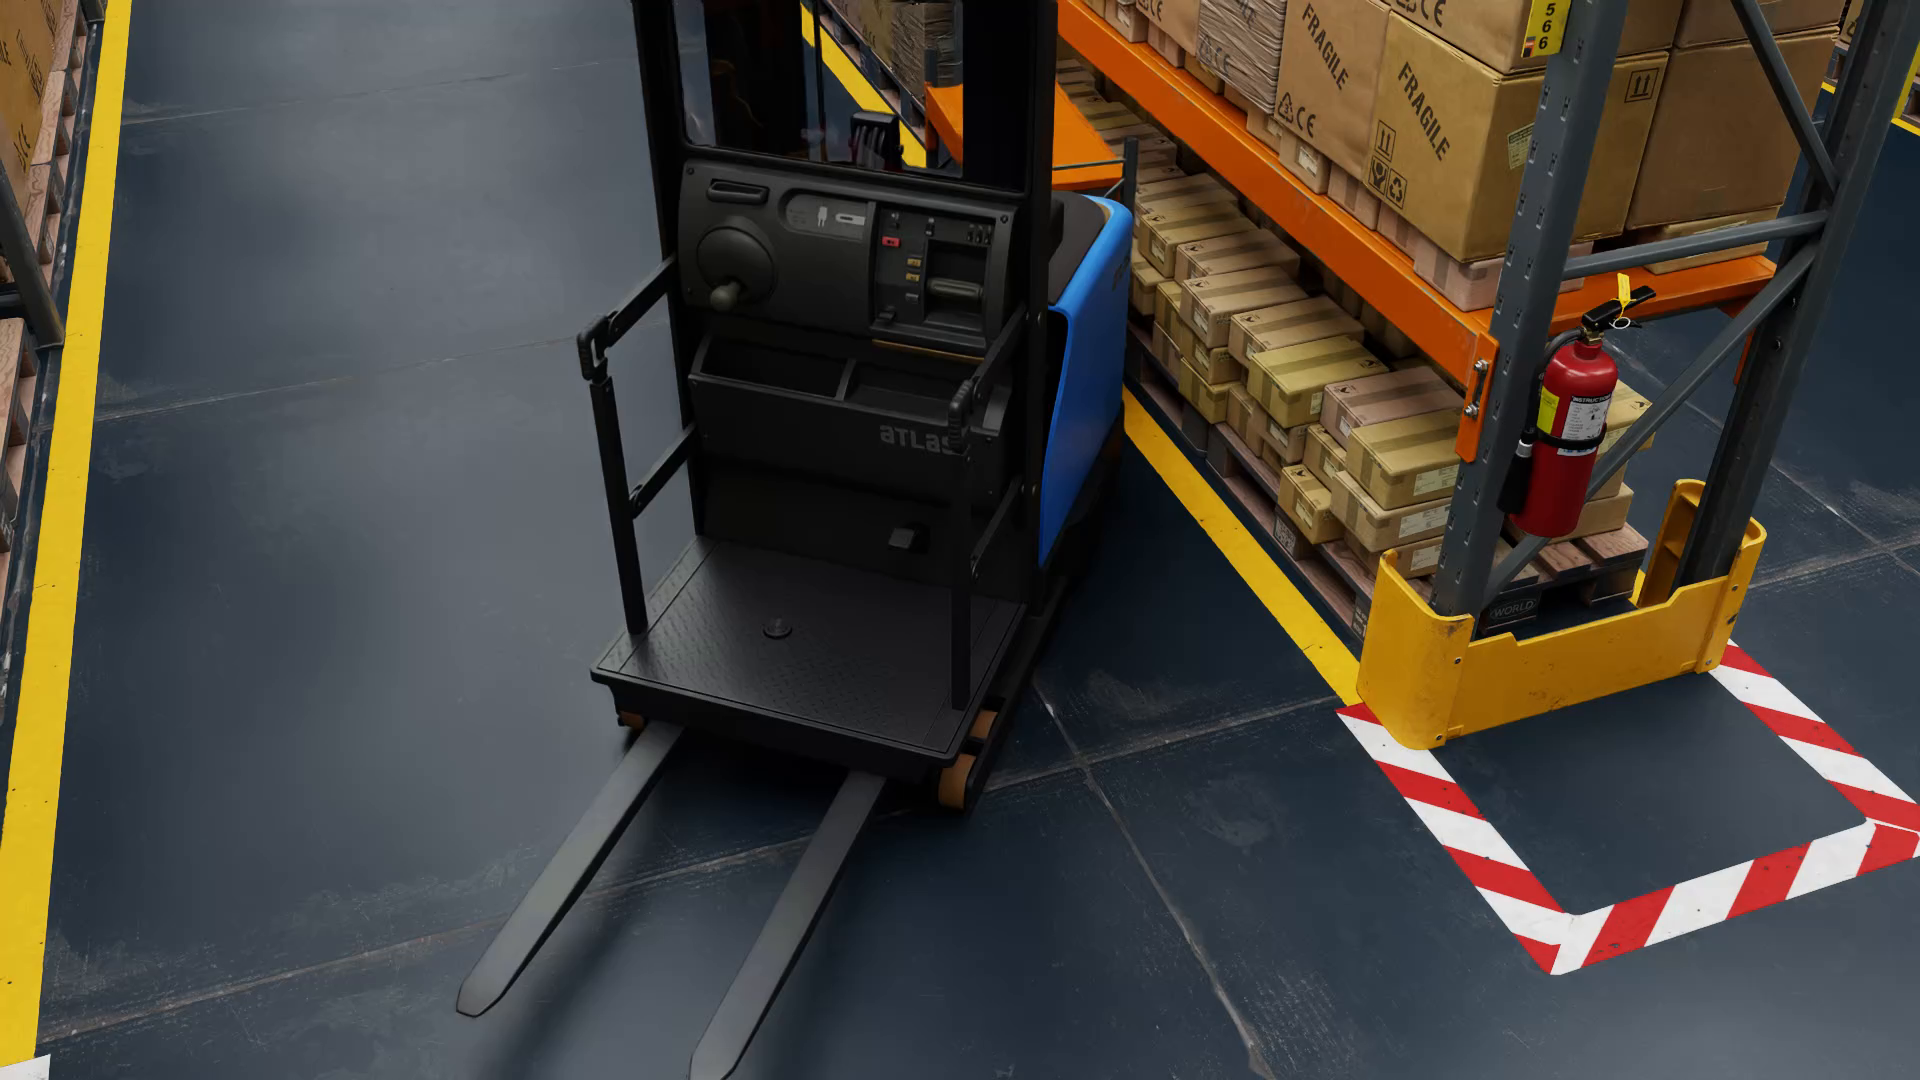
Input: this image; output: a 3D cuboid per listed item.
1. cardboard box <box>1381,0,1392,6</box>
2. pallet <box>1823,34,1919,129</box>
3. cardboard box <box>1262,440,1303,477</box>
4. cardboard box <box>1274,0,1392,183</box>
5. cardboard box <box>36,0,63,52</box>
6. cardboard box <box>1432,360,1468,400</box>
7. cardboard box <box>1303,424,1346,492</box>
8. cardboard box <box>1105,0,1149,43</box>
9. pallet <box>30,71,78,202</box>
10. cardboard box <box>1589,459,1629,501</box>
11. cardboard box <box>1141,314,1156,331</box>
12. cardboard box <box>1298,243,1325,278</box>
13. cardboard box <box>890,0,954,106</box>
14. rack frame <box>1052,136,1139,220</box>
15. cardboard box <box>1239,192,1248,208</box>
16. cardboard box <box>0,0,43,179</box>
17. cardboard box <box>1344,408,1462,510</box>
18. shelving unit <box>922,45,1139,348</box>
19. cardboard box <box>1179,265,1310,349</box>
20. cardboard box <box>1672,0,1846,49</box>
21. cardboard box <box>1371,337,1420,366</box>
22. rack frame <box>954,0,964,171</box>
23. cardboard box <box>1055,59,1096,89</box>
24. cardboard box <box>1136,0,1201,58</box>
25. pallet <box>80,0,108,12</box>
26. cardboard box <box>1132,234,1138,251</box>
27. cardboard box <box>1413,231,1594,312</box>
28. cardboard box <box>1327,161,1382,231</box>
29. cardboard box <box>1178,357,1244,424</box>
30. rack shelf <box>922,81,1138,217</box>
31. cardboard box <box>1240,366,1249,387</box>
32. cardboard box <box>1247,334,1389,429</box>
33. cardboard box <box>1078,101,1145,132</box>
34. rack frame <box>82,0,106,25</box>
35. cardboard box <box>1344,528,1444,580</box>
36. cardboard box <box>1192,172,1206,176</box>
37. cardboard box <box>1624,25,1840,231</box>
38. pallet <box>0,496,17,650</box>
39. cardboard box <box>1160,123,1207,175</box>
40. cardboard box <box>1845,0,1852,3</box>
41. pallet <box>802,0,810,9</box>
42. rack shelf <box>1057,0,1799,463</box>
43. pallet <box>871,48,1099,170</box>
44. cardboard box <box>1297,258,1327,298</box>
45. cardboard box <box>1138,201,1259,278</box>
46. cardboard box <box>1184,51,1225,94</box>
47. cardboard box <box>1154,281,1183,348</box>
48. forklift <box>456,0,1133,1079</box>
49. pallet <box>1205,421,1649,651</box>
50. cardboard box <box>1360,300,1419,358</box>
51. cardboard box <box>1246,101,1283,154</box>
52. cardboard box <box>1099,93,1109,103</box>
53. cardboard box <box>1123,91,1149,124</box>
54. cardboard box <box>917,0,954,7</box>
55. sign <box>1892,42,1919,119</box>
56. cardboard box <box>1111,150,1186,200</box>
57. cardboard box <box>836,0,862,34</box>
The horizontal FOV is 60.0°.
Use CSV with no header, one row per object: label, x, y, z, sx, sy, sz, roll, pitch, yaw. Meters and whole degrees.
cardboard box,1.273,-1.790,4.472,0.500,0.500,0.500,-14,39,-17
pallet,5.342,-2.409,8.772,1.003,0.211,1.213,-12,39,-16
cardboard box,1.268,-0.314,5.694,0.380,0.149,0.250,-13,39,-16
cardboard box,1.269,-1.390,4.772,0.500,0.500,0.500,-13,39,-17
cardboard box,-5.368,-3.088,8.773,0.875,0.875,0.875,-13,39,-16
cardboard box,1.769,-0.503,5.450,0.380,0.149,0.250,-12,39,-15
cardboard box,1.349,-0.285,5.408,0.380,0.149,0.250,-13,39,-17
cardboard box,0.751,-1.937,6.037,0.380,0.149,0.250,-11,38,-14
pallet,-4.911,-1.913,8.115,1.003,0.211,1.213,-12,39,-16
cardboard box,1.899,-0.236,5.343,0.380,0.149,0.250,-11,38,-14
cardboard box,0.932,-0.898,6.470,0.380,0.149,0.250,-11,38,-15
cardboard box,1.505,-1.111,6.258,0.380,0.149,0.250,-12,39,-15
cardboard box,-0.030,-2.534,8.349,0.500,0.500,0.500,-13,39,-17
rack frame,0.369,-0.895,6.003,0.500,1.125,0.032,-9,38,-12
cardboard box,1.346,-1.397,6.637,0.380,0.149,0.250,-14,39,-18
cardboard box,-4.758,-2.078,7.433,0.875,0.875,0.875,-11,38,-15
cardboard box,1.418,-0.252,5.118,0.380,0.149,0.250,-12,39,-15
shelving unit,0.239,-1.190,6.395,0.538,1.125,1.048,-9,38,-12
cardboard box,1.003,-0.826,5.879,0.380,0.149,0.250,-11,38,-14
cardboard box,1.933,-1.606,4.227,0.500,0.500,0.500,-13,39,-16
cardboard box,1.704,-0.690,5.946,0.380,0.149,0.250,-11,38,-15
rack frame,0.462,-2.999,7.238,1.000,3.000,0.127,-12,39,-16
cardboard box,0.386,-2.028,7.475,0.380,0.149,0.250,-11,38,-14
cardboard box,0.924,-1.959,5.527,0.500,0.500,0.500,-11,38,-14
pallet,-5.795,-3.504,10.227,1.003,0.211,1.213,-12,39,-16
cardboard box,0.765,-1.152,6.559,0.380,0.149,0.250,-13,39,-16
cardboard box,1.461,-0.764,4.480,0.380,0.149,0.250,-12,39,-16
cardboard box,1.310,-1.051,4.861,0.380,0.149,0.250,-13,39,-16
cardboard box,1.024,-0.581,6.049,0.380,0.149,0.250,-14,39,-18
rack shelf,0.239,-1.424,6.219,0.538,0.278,1.000,-9,38,-12
cardboard box,1.212,-0.592,5.816,0.380,0.149,0.250,-13,39,-16
cardboard box,1.177,-0.526,5.481,0.380,0.149,0.250,-13,39,-17
cardboard box,0.558,-1.727,7.076,0.380,0.149,0.250,-13,39,-17
rack frame,-5.528,-4.176,8.801,1.000,3.000,0.127,-12,39,-16
cardboard box,1.461,-0.022,5.307,0.380,0.149,0.250,-12,39,-15
cardboard box,1.182,-1.434,6.934,0.380,0.149,0.250,-12,38,-15
cardboard box,1.943,-1.208,4.531,0.500,0.500,0.500,-11,38,-14
pallet,-3.540,0.333,5.132,1.003,0.211,1.213,-12,39,-16
cardboard box,1.062,-1.680,7.013,0.380,0.149,0.250,-11,38,-14
cardboard box,4.914,-3.645,9.513,1.225,0.875,0.875,-12,39,-16
pallet,-0.647,-3.703,10.490,1.003,0.211,1.213,-12,39,-16
rack shelf,1.150,-1.581,5.954,1.077,0.370,4.000,-12,39,-16
pallet,0.192,-2.324,8.660,1.003,0.211,1.213,-12,39,-16
cardboard box,1.391,-0.964,6.311,0.380,0.149,0.250,-11,38,-14
cardboard box,0.899,-1.140,6.296,0.380,0.149,0.250,-12,39,-16
cardboard box,0.993,-1.657,5.665,0.380,0.149,0.250,-12,39,-15
cardboard box,0.947,-0.858,6.169,0.380,0.149,0.250,-11,38,-14
forklift,-0.379,-0.682,4.219,1.130,2.935,3.031,12,39,15
pallet,1.566,-0.134,5.753,1.003,0.211,1.213,-12,39,-16
cardboard box,1.639,-0.795,5.838,0.380,0.149,0.250,-14,39,-18
cardboard box,1.137,-1.345,5.252,0.380,0.149,0.250,-14,39,-18
cardboard box,0.868,-2.034,7.731,0.380,0.149,0.250,-12,39,-15
cardboard box,0.954,-1.982,7.414,0.380,0.149,0.250,-12,39,-15
cardboard box,-0.032,-2.836,8.127,0.500,0.250,0.500,-13,39,-17
sign,2.348,-1.197,4.127,0.100,0.325,0.005,-12,39,-16
cardboard box,0.680,-1.424,6.673,0.380,0.149,0.250,-12,39,-15
cardboard box,-0.378,-3.114,9.120,0.500,0.500,0.500,-13,39,-17
